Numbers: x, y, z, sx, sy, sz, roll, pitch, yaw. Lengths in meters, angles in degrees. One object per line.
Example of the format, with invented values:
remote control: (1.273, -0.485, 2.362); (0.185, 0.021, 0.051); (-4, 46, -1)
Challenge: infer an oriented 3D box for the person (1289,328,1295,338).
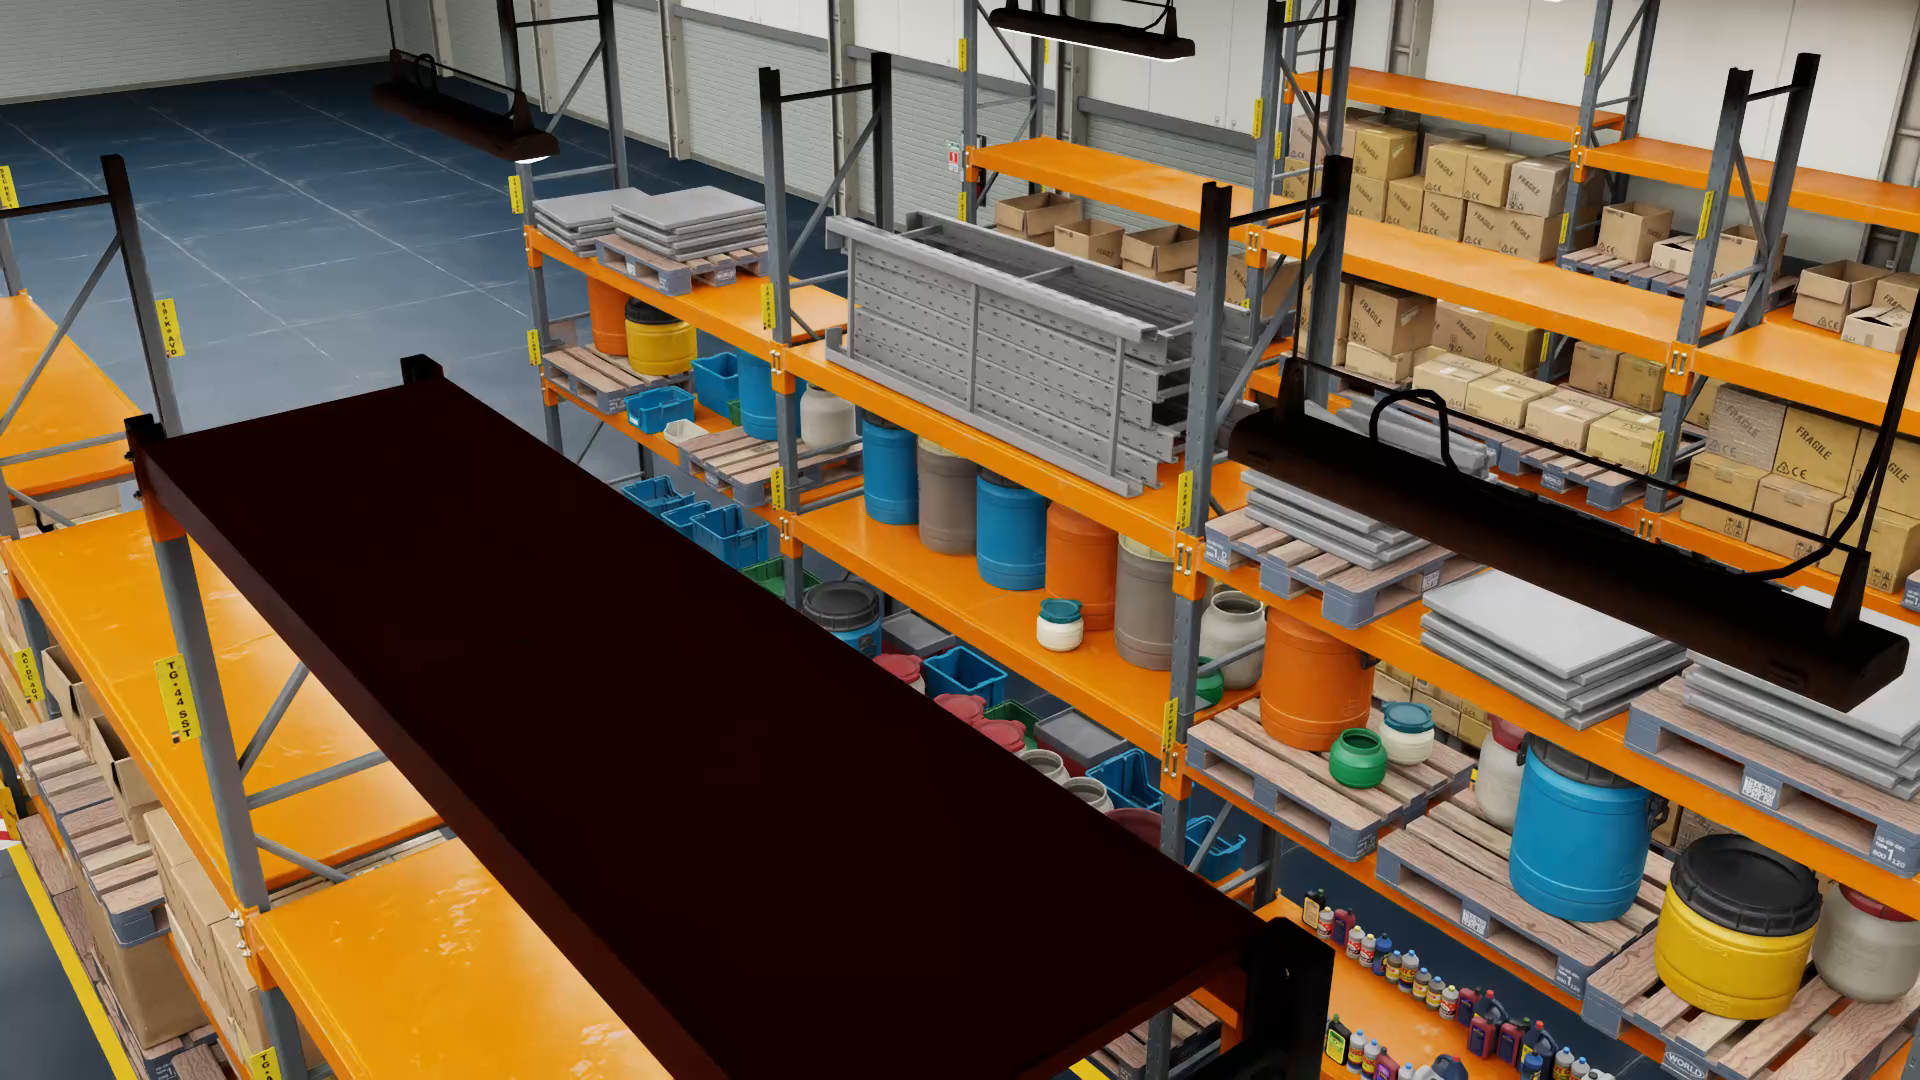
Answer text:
person: (4.053, -1.676, 19.794); (0.638, 1.704, 0.624); (22, 33, 38)
